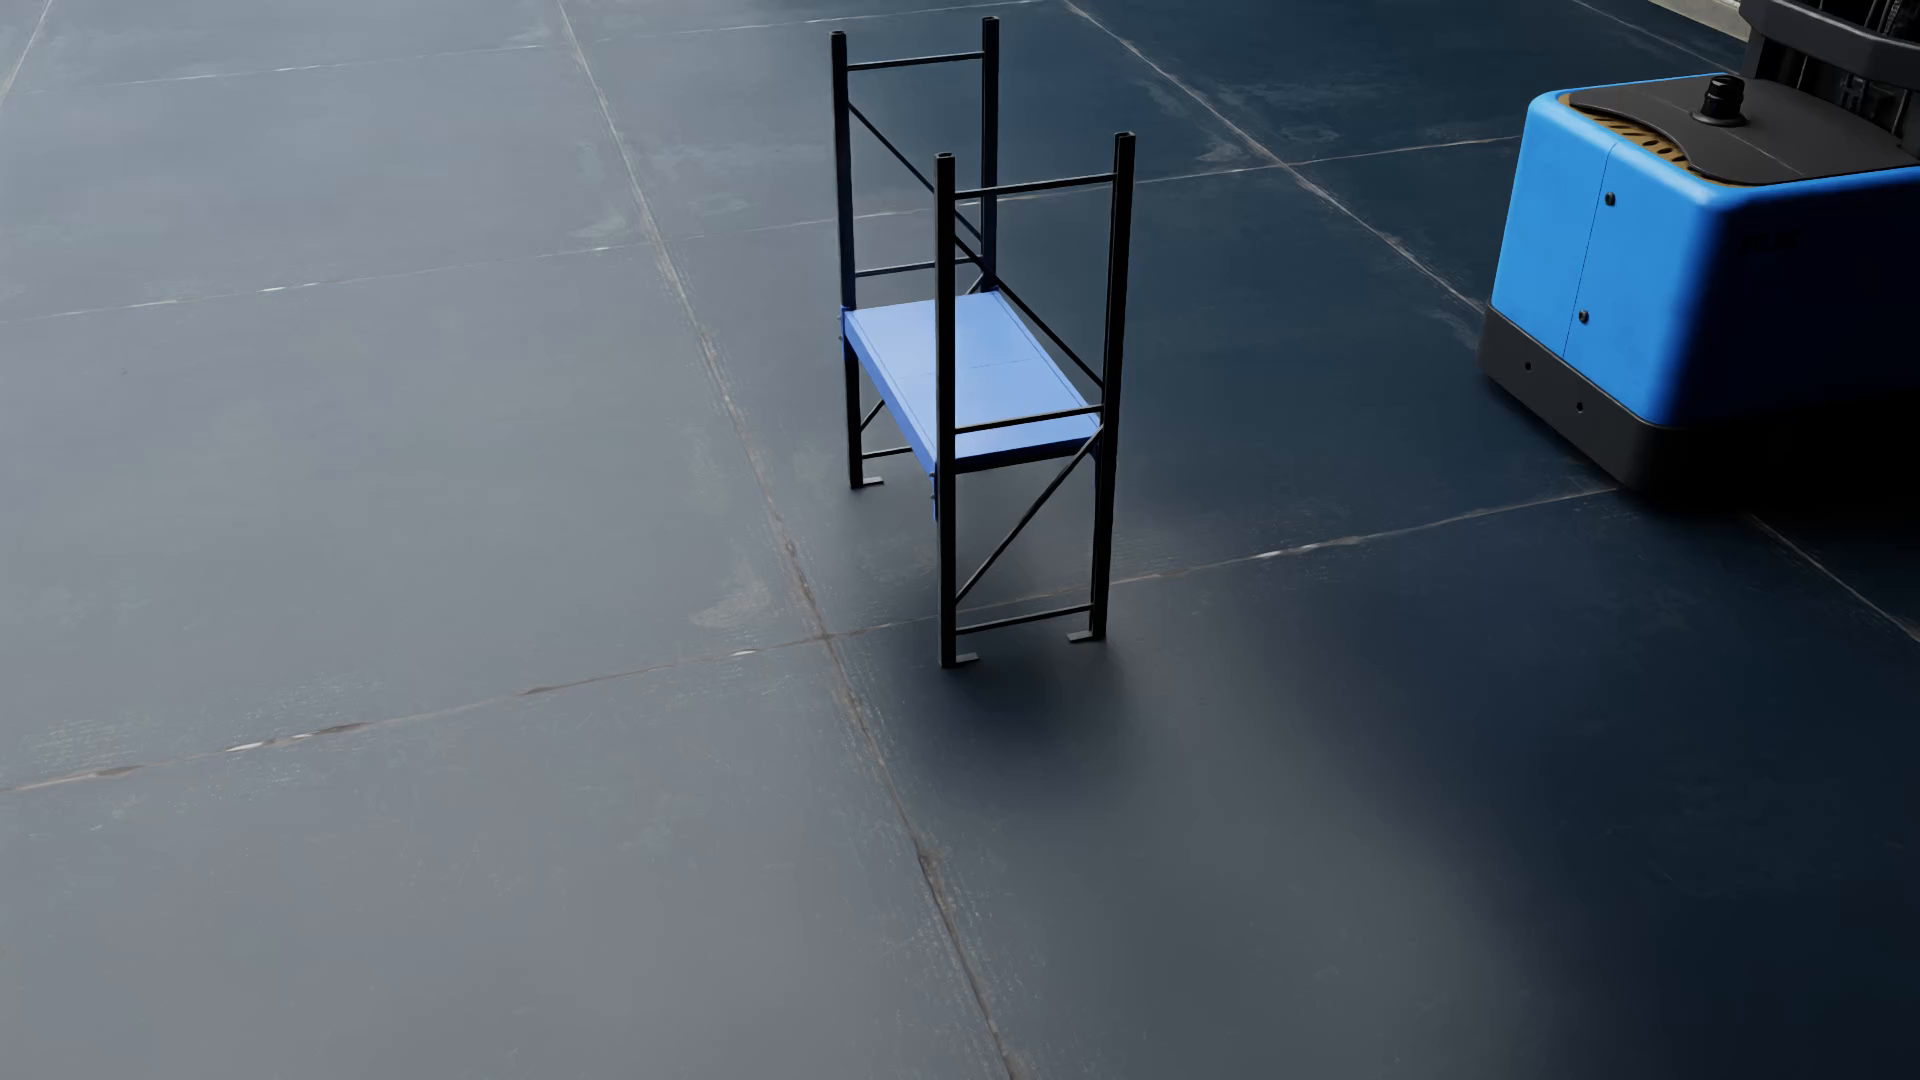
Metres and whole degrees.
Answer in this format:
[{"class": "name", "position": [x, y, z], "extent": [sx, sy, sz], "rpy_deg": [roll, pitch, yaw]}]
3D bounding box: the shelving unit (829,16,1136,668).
[{"class": "shelving unit", "position": [0.026, -0.581, 4.769], "extent": [0.538, 1.500, 1.048], "rpy_deg": [-10, 35, -15]}]

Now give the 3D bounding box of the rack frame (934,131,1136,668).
[{"class": "rack frame", "position": [0.181, -0.314, 4.365], "extent": [0.500, 1.500, 0.032], "rpy_deg": [-10, 35, -15]}]

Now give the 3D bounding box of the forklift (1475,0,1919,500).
[{"class": "forklift", "position": [3.467, -1.817, 5.341], "extent": [3.031, 2.935, 1.130], "rpy_deg": [-10, 35, -14]}]

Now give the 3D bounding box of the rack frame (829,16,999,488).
[{"class": "rack frame", "position": [-0.129, -0.848, 5.173], "extent": [0.500, 1.500, 0.032], "rpy_deg": [-10, 35, -15]}]

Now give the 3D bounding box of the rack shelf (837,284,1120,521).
[{"class": "rack shelf", "position": [0.026, -0.431, 4.868], "extent": [0.538, 0.185, 1.000], "rpy_deg": [-10, 35, -15]}]
